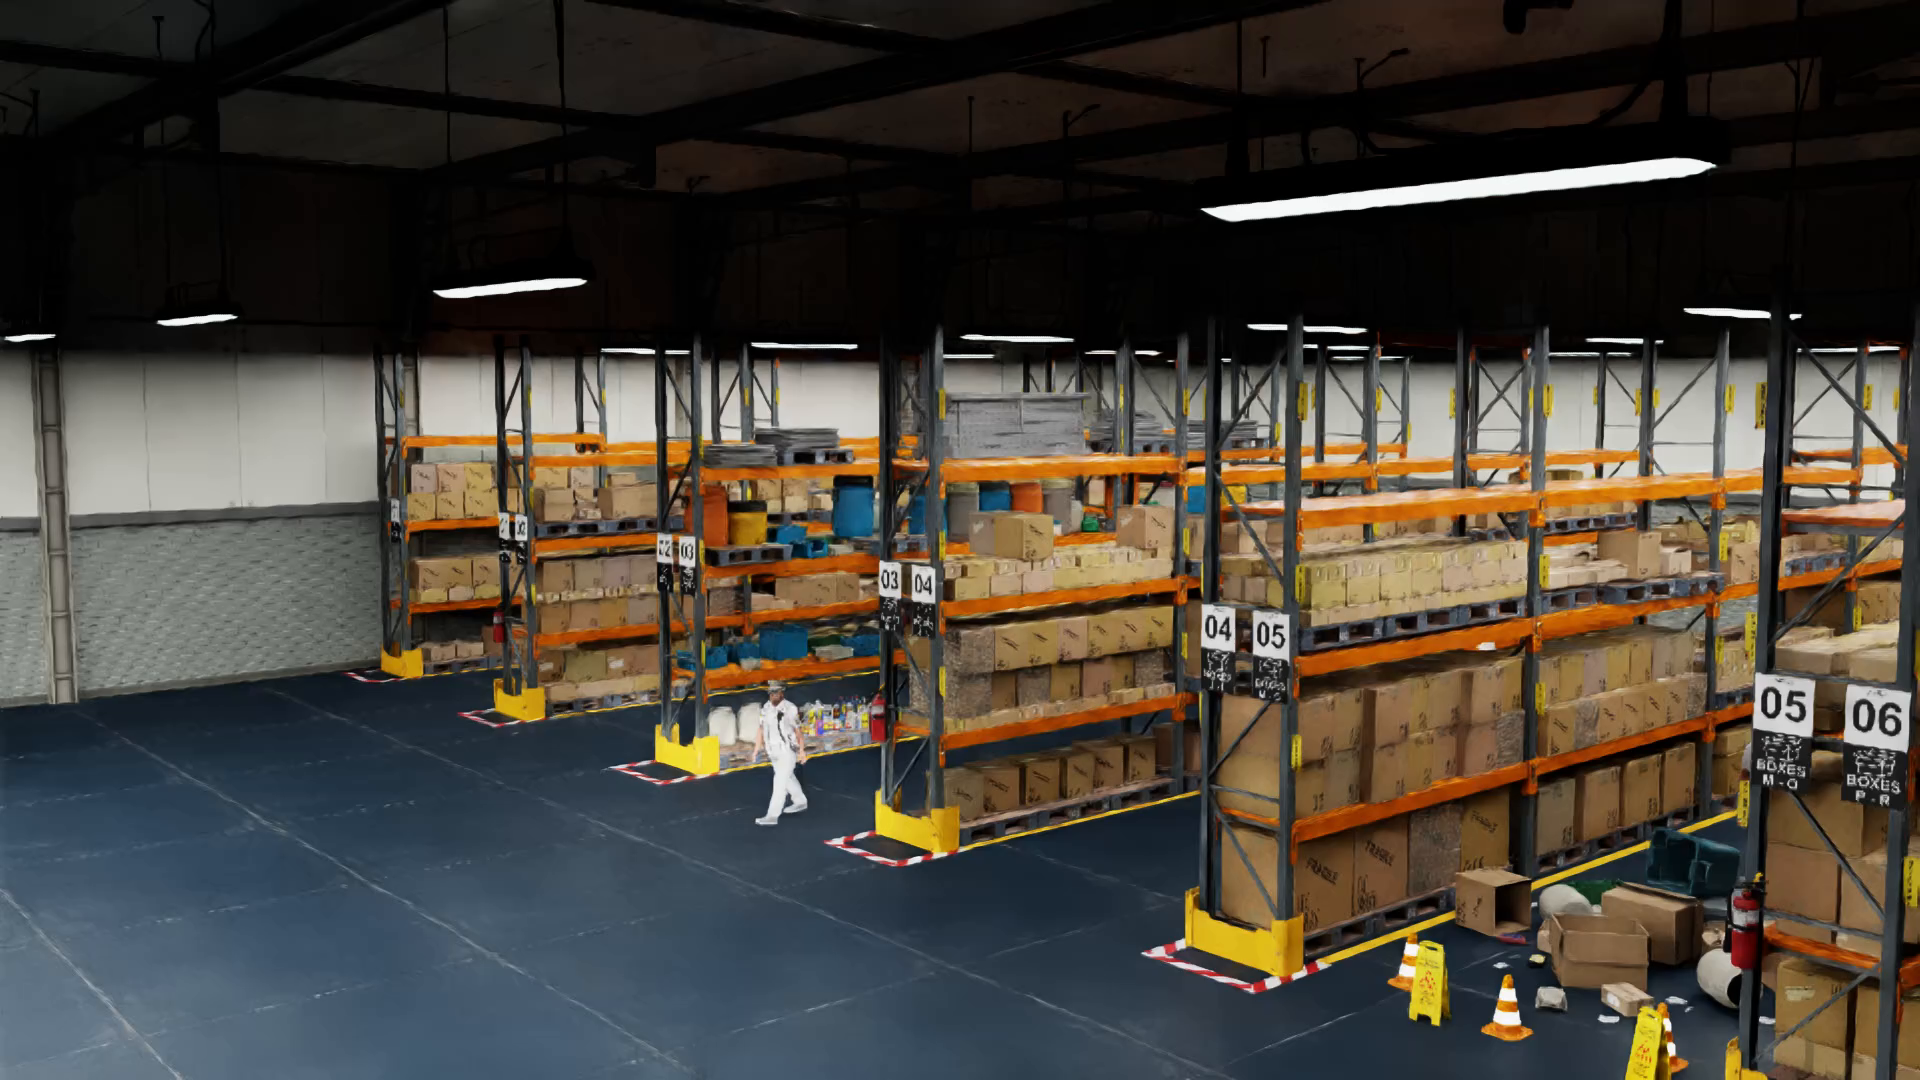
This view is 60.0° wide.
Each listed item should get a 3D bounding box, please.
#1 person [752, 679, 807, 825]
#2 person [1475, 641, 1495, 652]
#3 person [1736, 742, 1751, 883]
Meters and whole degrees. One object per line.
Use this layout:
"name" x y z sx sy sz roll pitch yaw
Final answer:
"person" -2.169 2.490 19.863 0.536 1.707 1.036 5 7 41
"person" 7.330 2.203 23.139 1.114 1.698 0.543 -4 7 -38
"person" 8.422 2.681 17.384 0.665 1.778 0.573 -1 5 -10
